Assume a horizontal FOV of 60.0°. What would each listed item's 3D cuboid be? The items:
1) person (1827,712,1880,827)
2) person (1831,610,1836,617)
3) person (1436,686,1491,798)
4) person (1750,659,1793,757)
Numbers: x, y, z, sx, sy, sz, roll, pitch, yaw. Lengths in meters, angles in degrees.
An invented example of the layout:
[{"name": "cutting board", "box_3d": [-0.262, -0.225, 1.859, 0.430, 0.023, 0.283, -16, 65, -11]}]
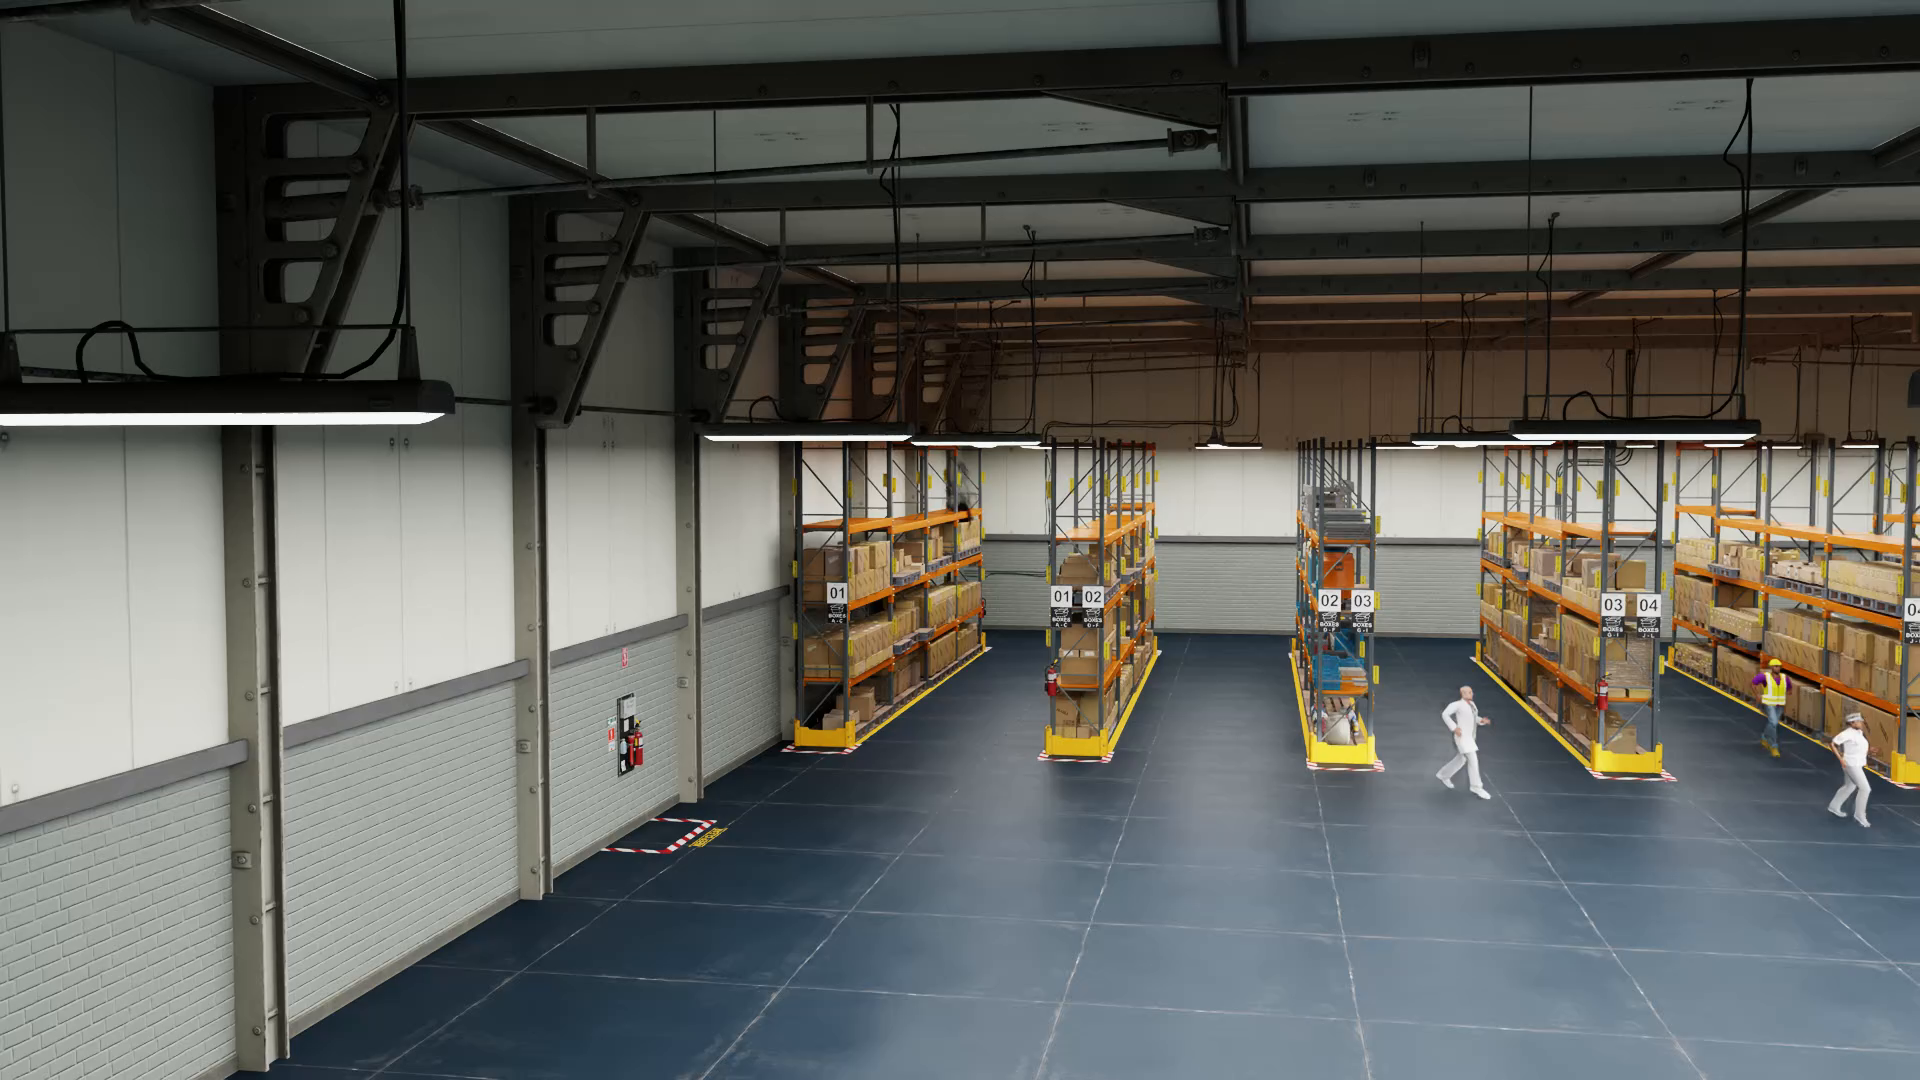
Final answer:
[{"name": "person", "box_3d": [13.781, 3.523, 25.646, 0.548, 1.760, 0.746, -3, 4, -42]}, {"name": "person", "box_3d": [23.625, 2.546, 45.235, 0.666, 1.612, 0.537, 1, 3, 13]}, {"name": "person", "box_3d": [8.438, 3.347, 27.836, 1.001, 1.819, 0.698, 2, 4, 39]}, {"name": "person", "box_3d": [15.462, 3.165, 31.612, 0.679, 1.828, 0.814, 0, 3, -5]}]
